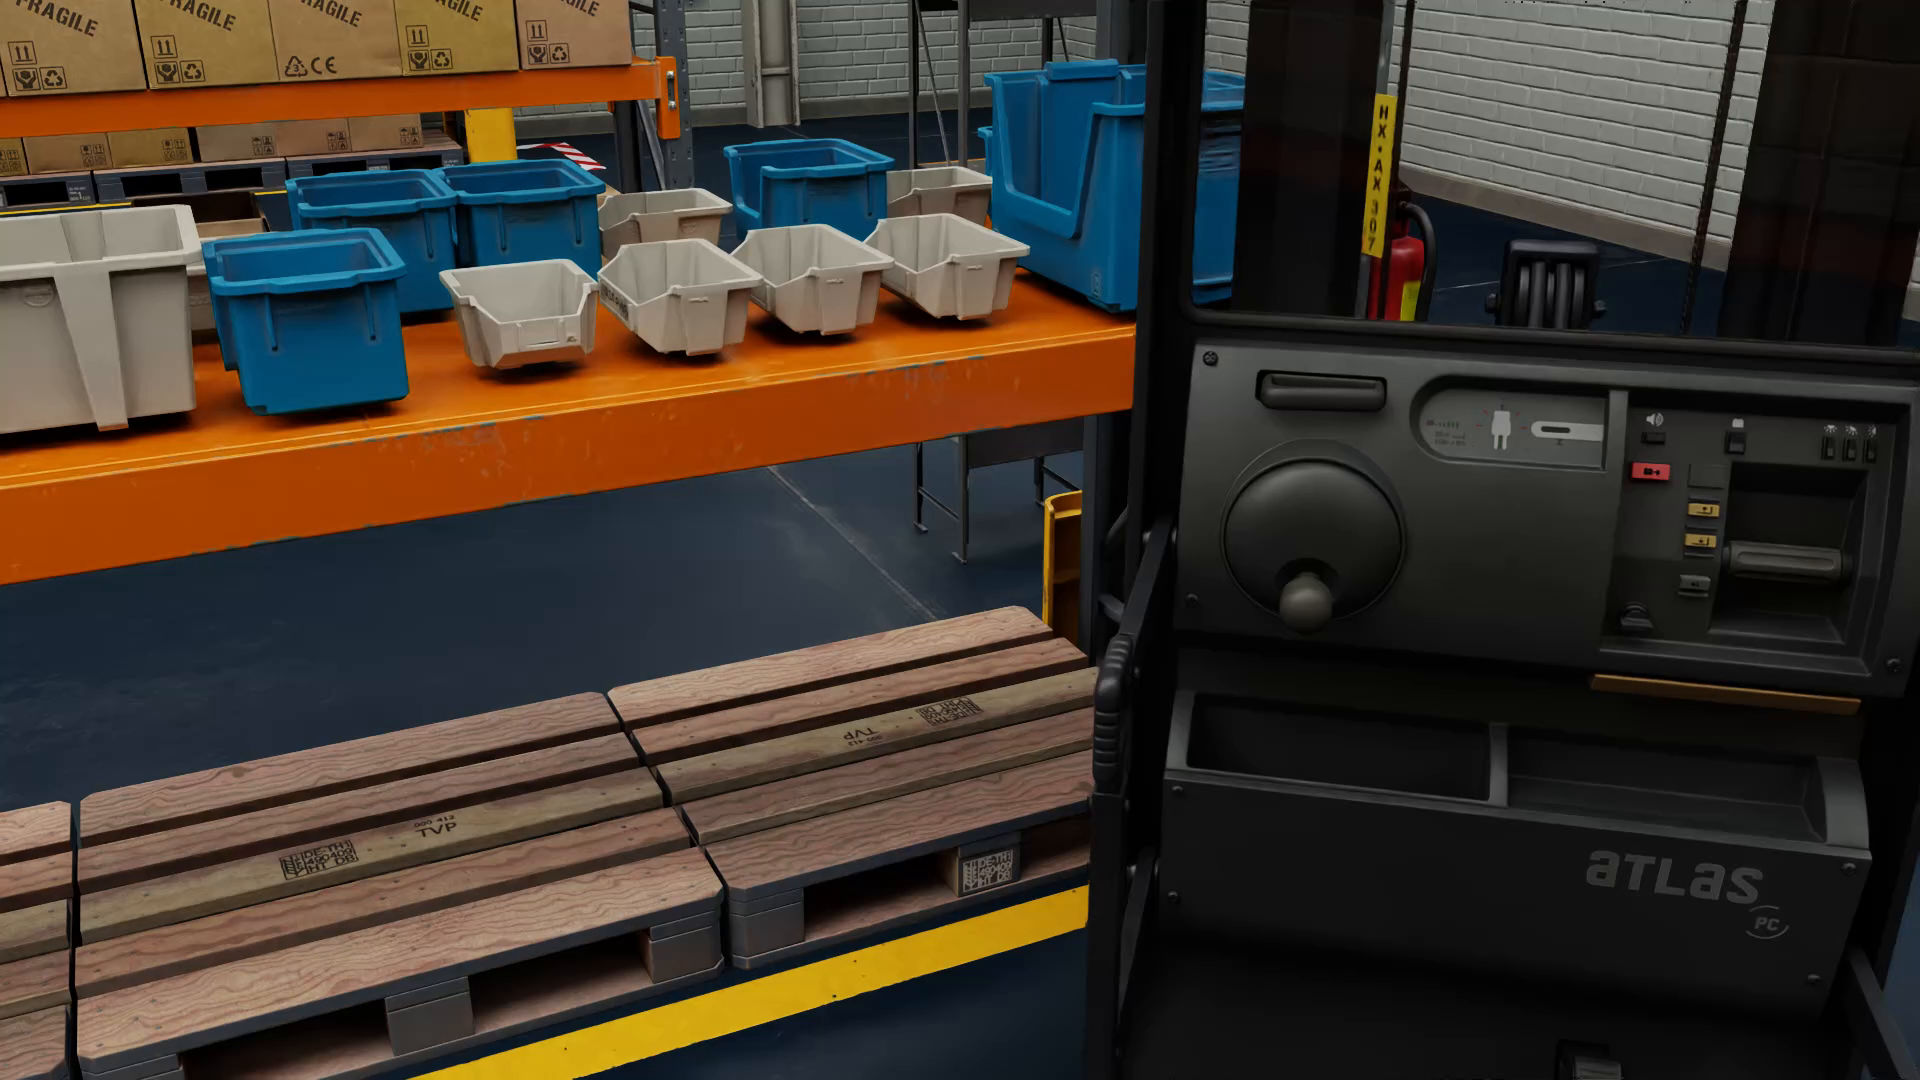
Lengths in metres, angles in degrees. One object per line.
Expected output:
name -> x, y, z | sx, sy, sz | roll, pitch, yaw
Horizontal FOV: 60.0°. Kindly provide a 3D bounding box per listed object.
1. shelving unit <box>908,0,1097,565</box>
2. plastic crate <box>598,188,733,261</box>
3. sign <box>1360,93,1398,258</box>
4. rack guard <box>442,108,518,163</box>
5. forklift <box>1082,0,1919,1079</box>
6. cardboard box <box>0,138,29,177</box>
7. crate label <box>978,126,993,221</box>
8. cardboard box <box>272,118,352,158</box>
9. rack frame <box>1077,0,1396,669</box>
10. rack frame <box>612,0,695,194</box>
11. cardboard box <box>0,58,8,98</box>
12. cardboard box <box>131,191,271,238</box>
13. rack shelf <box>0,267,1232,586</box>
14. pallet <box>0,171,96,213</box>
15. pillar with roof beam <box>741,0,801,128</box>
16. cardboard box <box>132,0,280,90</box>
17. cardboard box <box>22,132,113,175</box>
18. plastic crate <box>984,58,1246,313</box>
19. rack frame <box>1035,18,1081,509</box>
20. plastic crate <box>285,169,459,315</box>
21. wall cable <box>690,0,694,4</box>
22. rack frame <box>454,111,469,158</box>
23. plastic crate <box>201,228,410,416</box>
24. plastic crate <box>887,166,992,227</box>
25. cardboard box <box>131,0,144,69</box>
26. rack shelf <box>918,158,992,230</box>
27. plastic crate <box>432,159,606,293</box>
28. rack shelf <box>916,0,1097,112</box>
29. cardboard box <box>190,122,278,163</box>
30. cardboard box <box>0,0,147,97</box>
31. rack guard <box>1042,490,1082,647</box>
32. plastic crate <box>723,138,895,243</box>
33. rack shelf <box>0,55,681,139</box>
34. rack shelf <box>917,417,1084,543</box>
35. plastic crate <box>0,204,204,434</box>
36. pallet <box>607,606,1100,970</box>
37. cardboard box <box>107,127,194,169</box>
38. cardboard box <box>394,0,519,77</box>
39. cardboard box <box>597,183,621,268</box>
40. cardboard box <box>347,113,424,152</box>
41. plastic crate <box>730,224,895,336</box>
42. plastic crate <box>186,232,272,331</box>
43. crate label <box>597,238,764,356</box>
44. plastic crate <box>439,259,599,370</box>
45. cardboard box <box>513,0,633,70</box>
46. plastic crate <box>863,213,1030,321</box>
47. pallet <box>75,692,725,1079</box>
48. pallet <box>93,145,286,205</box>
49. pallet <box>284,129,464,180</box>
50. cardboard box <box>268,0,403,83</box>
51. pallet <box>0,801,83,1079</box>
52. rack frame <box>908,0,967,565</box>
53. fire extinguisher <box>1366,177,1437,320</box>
shelving unit -> 0.149, -0.998, 5.415 | 0.503, 2.100, 0.431 | -10, 25, -24
plastic crate -> -0.691, -0.702, 3.790 | 0.298, 0.136, 0.250 | -10, 25, -24
sign -> 0.864, -0.749, 3.425 | 0.005, 0.325, 0.100 | -10, 25, -24
rack guard -> -3.665, -3.124, 12.643 | 0.348, 0.500, 1.175 | -10, 25, -24
forklift -> 0.715, -0.020, 1.965 | 1.130, 2.935, 3.031 | 5, 23, 12
cardboard box -> -6.572, -2.739, 11.165 | 0.500, 0.500, 0.700 | -10, 25, -23
crate label -> 0.245, -0.884, 4.103 | 0.303, 0.233, 0.416 | -10, 25, -24
cardboard box -> -4.724, -3.080, 11.989 | 0.500, 0.500, 0.700 | -11, 25, -24
rack frame -> 0.610, -0.861, 3.907 | 0.127, 3.000, 1.000 | -10, 25, -24
rack frame -> -1.534, -2.568, 8.033 | 0.127, 3.000, 1.000 | -10, 25, -24
cardboard box -> -4.101, -2.028, 6.596 | 0.500, 0.500, 0.500 | -10, 24, -23
cardboard box -> -3.448, -1.268, 7.580 | 0.637, 0.503, 0.797 | -10, 25, -24
rack shelf -> -1.192, -0.197, 3.243 | 4.000, 0.370, 1.077 | -10, 25, -24
pallet -> -6.571, -2.422, 11.325 | 1.213, 0.211, 1.003 | -10, 25, -24
pillar with roof beam -> 0.239, -6.309, 9.226 | 0.400, 9.000, 9.100 | -10, 25, -24
cardboard box -> -3.192, -2.195, 7.000 | 0.500, 0.500, 0.500 | -11, 25, -24
cardboard box -> -6.118, -2.821, 11.363 | 0.500, 0.500, 0.700 | -11, 25, -24
plastic crate -> 0.390, -0.785, 3.599 | 0.499, 0.435, 0.616 | -10, 25, -24
rack frame -> 0.369, -1.038, 5.513 | 0.015, 2.100, 0.400 | -10, 25, -24
plastic crate -> -1.212, -0.615, 3.455 | 0.300, 0.233, 0.416 | -10, 25, -24
wall cable -> -2.943, -5.283, 13.262 | 1.851, 1.984, 0.084 | -10, 25, -24
rack frame -> -3.686, -4.275, 12.155 | 0.127, 3.000, 1.000 | -10, 25, -24
plastic crate -> -1.129, -0.382, 2.891 | 0.300, 0.233, 0.416 | -10, 25, -24
plastic crate -> -0.080, -0.814, 4.062 | 0.298, 0.136, 0.250 | -10, 25, -24
cardboard box -> -3.874, -2.294, 7.240 | 0.500, 0.500, 0.500 | -10, 24, -22
rack shelf -> 0.149, -0.985, 5.420 | 0.480, 0.518, 0.431 | -10, 25, -24
plastic crate -> -0.941, -0.665, 3.575 | 0.300, 0.233, 0.416 | -10, 25, -24
rack shelf -> 0.149, -1.632, 5.152 | 0.480, 0.518, 0.431 | -10, 25, -24
cardboard box -> -5.177, -2.997, 11.787 | 0.500, 0.500, 0.700 | -11, 25, -25
cardboard box -> -3.649, -2.110, 6.795 | 0.500, 0.500, 0.500 | -11, 25, -24
rack guard -> 0.627, 0.286, 4.406 | 0.348, 0.500, 1.175 | -10, 25, -24
plastic crate -> -0.348, -0.774, 3.839 | 0.300, 0.233, 0.416 | -10, 25, -24
rack shelf -> -3.337, -1.904, 7.369 | 4.000, 0.370, 1.077 | -10, 25, -24
rack shelf -> 0.149, -0.338, 5.688 | 0.480, 0.518, 0.431 | -10, 25, -24
plastic crate -> -1.538, -0.360, 2.774 | 0.530, 0.282, 0.437 | -10, 25, -24
pallet -> -0.149, 0.551, 4.143 | 1.213, 0.211, 1.003 | -10, 25, -24
cardboard box -> -5.655, -2.906, 11.567 | 0.500, 0.500, 0.700 | -10, 24, -22
cardboard box -> -2.286, -2.359, 7.397 | 0.500, 0.500, 0.500 | -10, 25, -23
cardboard box -> -1.918, -1.442, 8.004 | 0.500, 0.500, 0.500 | -10, 25, -24
cardboard box -> -4.274, -3.163, 12.189 | 0.500, 0.500, 0.700 | -10, 25, -24
plastic crate -> -0.313, -0.526, 3.365 | 0.243, 0.136, 0.396 | -10, 25, -24
plastic crate -> -1.555, -0.496, 3.291 | 0.466, 0.136, 0.293 | -10, 25, -24
crate label -> -0.554, -0.471, 3.233 | 0.243, 0.136, 0.396 | -10, 25, -24
plastic crate -> -0.812, -0.416, 3.099 | 0.250, 0.136, 0.298 | -10, 25, -24
cardboard box -> -1.820, -2.446, 7.608 | 0.500, 0.500, 0.500 | -10, 24, -22
plastic crate -> -0.046, -0.569, 3.469 | 0.243, 0.136, 0.396 | -10, 25, -24
pallet -> -1.247, 0.752, 3.657 | 1.213, 0.211, 1.003 | -10, 25, -24
pallet -> -5.470, -2.626, 11.818 | 1.213, 0.211, 1.003 | -10, 25, -24
pallet -> -4.373, -2.827, 12.303 | 1.213, 0.211, 1.003 | -10, 25, -24
cardboard box -> -2.738, -2.278, 7.201 | 0.500, 0.500, 0.500 | -10, 25, -23
pallet -> -2.348, 0.956, 3.165 | 1.213, 0.211, 1.003 | -10, 25, -24
rack frame -> -0.071, -0.957, 5.317 | 0.015, 2.100, 0.400 | -10, 25, -24
fire extinguisher -> 0.943, -0.521, 3.676 | 0.183, 0.674, 0.296 | -10, 25, -24
